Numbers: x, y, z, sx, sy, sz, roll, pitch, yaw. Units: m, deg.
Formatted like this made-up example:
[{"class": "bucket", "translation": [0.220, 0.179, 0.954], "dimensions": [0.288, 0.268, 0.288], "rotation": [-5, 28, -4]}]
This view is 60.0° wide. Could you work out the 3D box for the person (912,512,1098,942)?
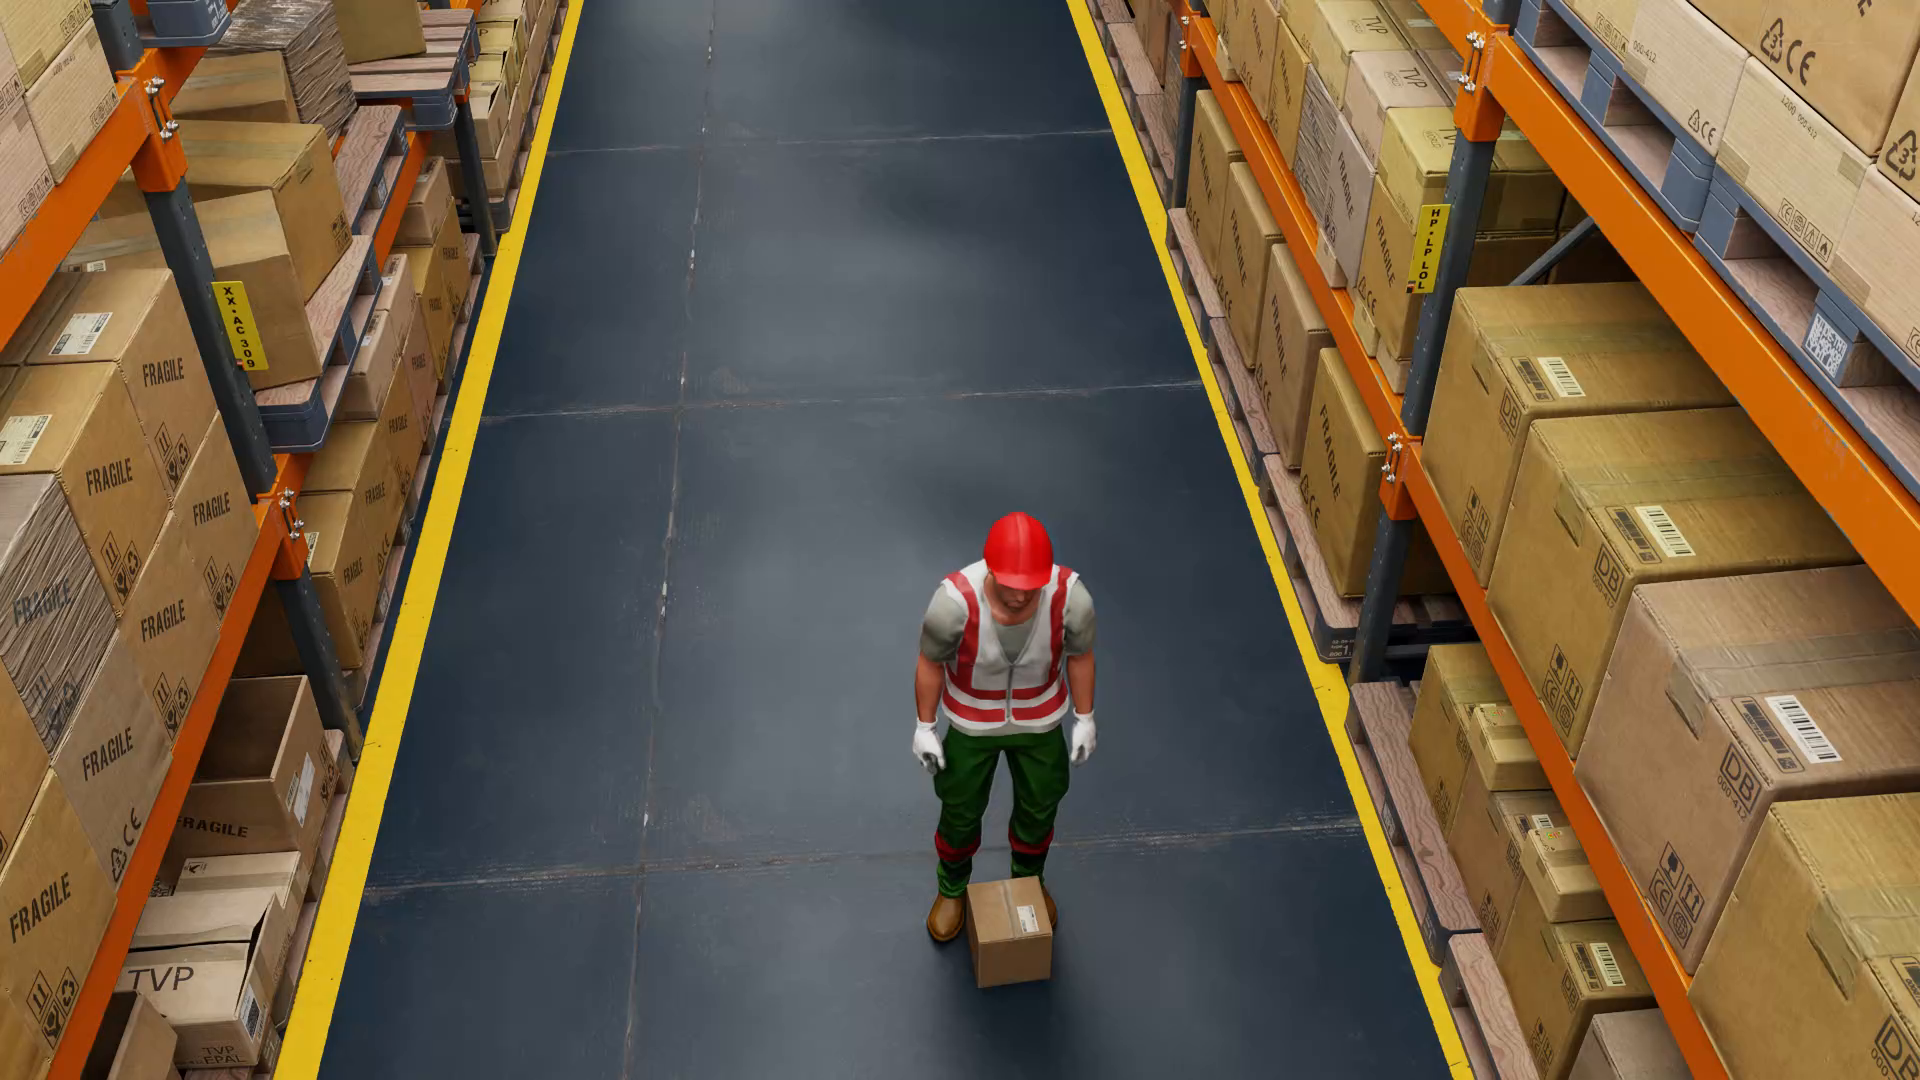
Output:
[{"class": "person", "translation": [0.146, 0.604, 5.390], "dimensions": [0.607, 1.780, 0.450], "rotation": [-3, 39, -4]}]
